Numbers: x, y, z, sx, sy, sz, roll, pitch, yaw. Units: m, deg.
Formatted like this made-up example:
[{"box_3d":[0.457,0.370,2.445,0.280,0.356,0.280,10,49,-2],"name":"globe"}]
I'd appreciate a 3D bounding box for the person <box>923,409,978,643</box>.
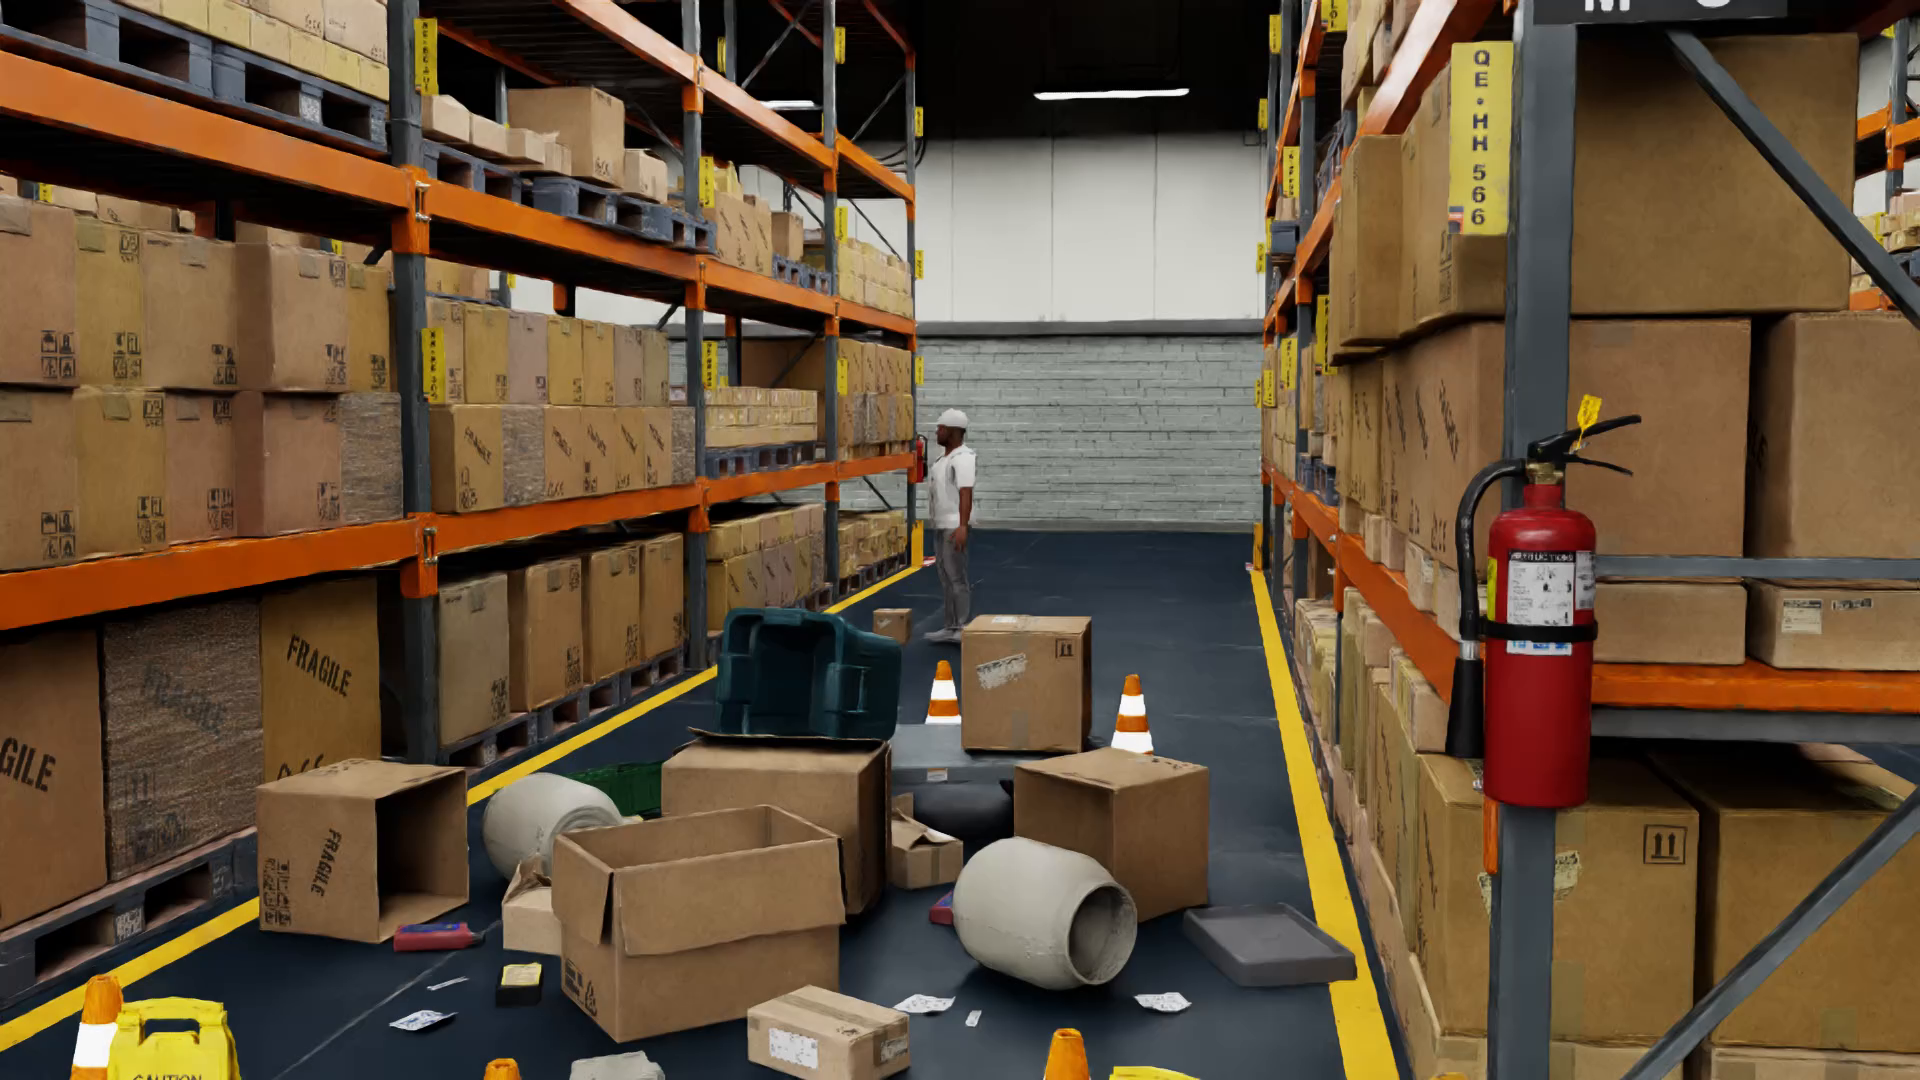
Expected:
[{"box_3d":[-0.052,-0.101,12.552,0.347,1.769,0.722,-2,5,-19],"name":"person"}]
